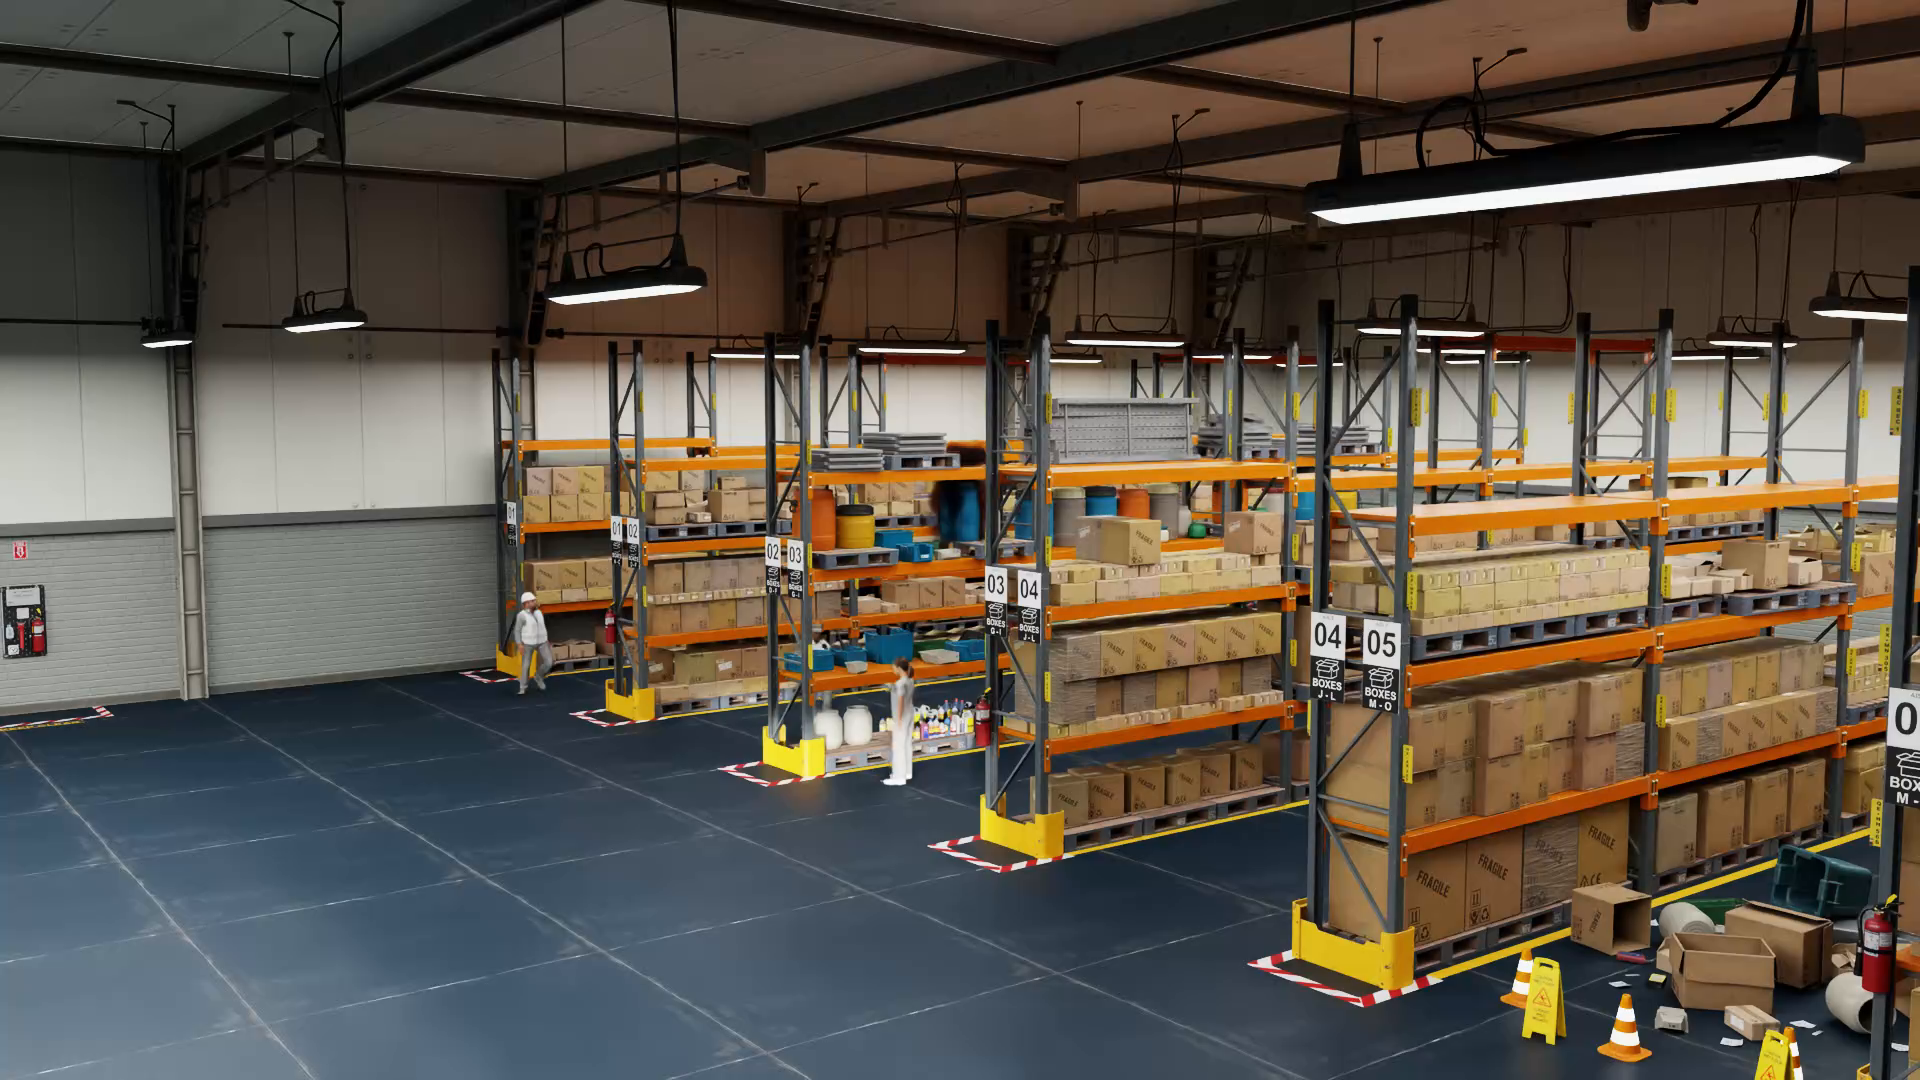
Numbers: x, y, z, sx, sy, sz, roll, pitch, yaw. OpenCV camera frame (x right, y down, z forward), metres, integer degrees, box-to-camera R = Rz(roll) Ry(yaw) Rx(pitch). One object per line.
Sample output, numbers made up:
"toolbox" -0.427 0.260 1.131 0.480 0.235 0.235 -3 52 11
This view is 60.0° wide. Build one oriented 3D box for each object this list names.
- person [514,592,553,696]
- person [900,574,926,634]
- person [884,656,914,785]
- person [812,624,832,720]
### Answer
"person" -7.362 1.773 28.616 0.654 1.772 0.519 -3 6 -33
"person" -0.965 1.459 33.182 0.624 1.565 0.439 -4 7 -40
"person" -0.802 2.378 22.050 0.388 1.668 0.502 2 5 18
"person" -2.156 2.132 25.210 0.529 1.755 0.380 -1 5 -11
